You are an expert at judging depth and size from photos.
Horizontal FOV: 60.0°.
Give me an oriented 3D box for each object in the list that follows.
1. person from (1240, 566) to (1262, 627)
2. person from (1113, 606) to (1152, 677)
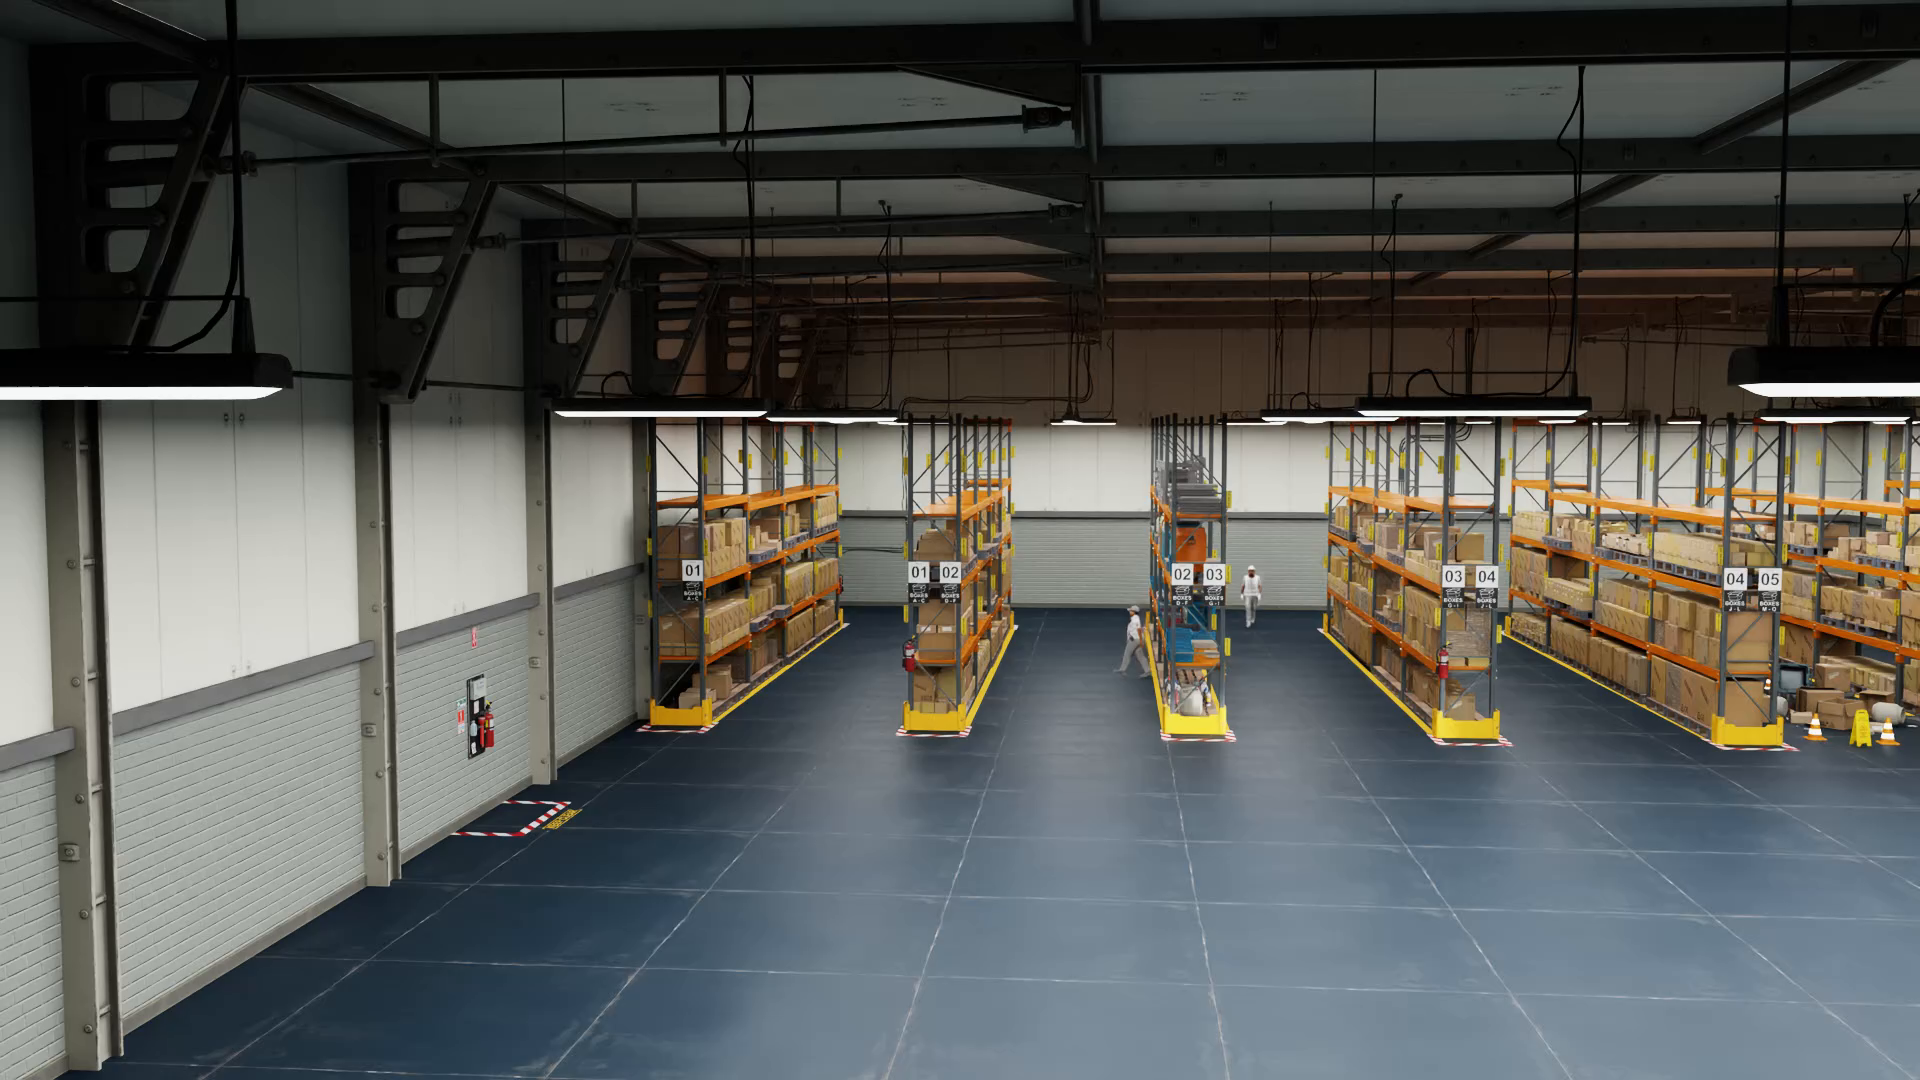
[{"bbox_3d":[8.422,1.603,47.933,0.571,1.715,1.054,0,4,0],"label":"person"},{"bbox_3d":[4.011,2.325,38.422,0.916,1.615,0.515,2,4,24],"label":"person"}]
